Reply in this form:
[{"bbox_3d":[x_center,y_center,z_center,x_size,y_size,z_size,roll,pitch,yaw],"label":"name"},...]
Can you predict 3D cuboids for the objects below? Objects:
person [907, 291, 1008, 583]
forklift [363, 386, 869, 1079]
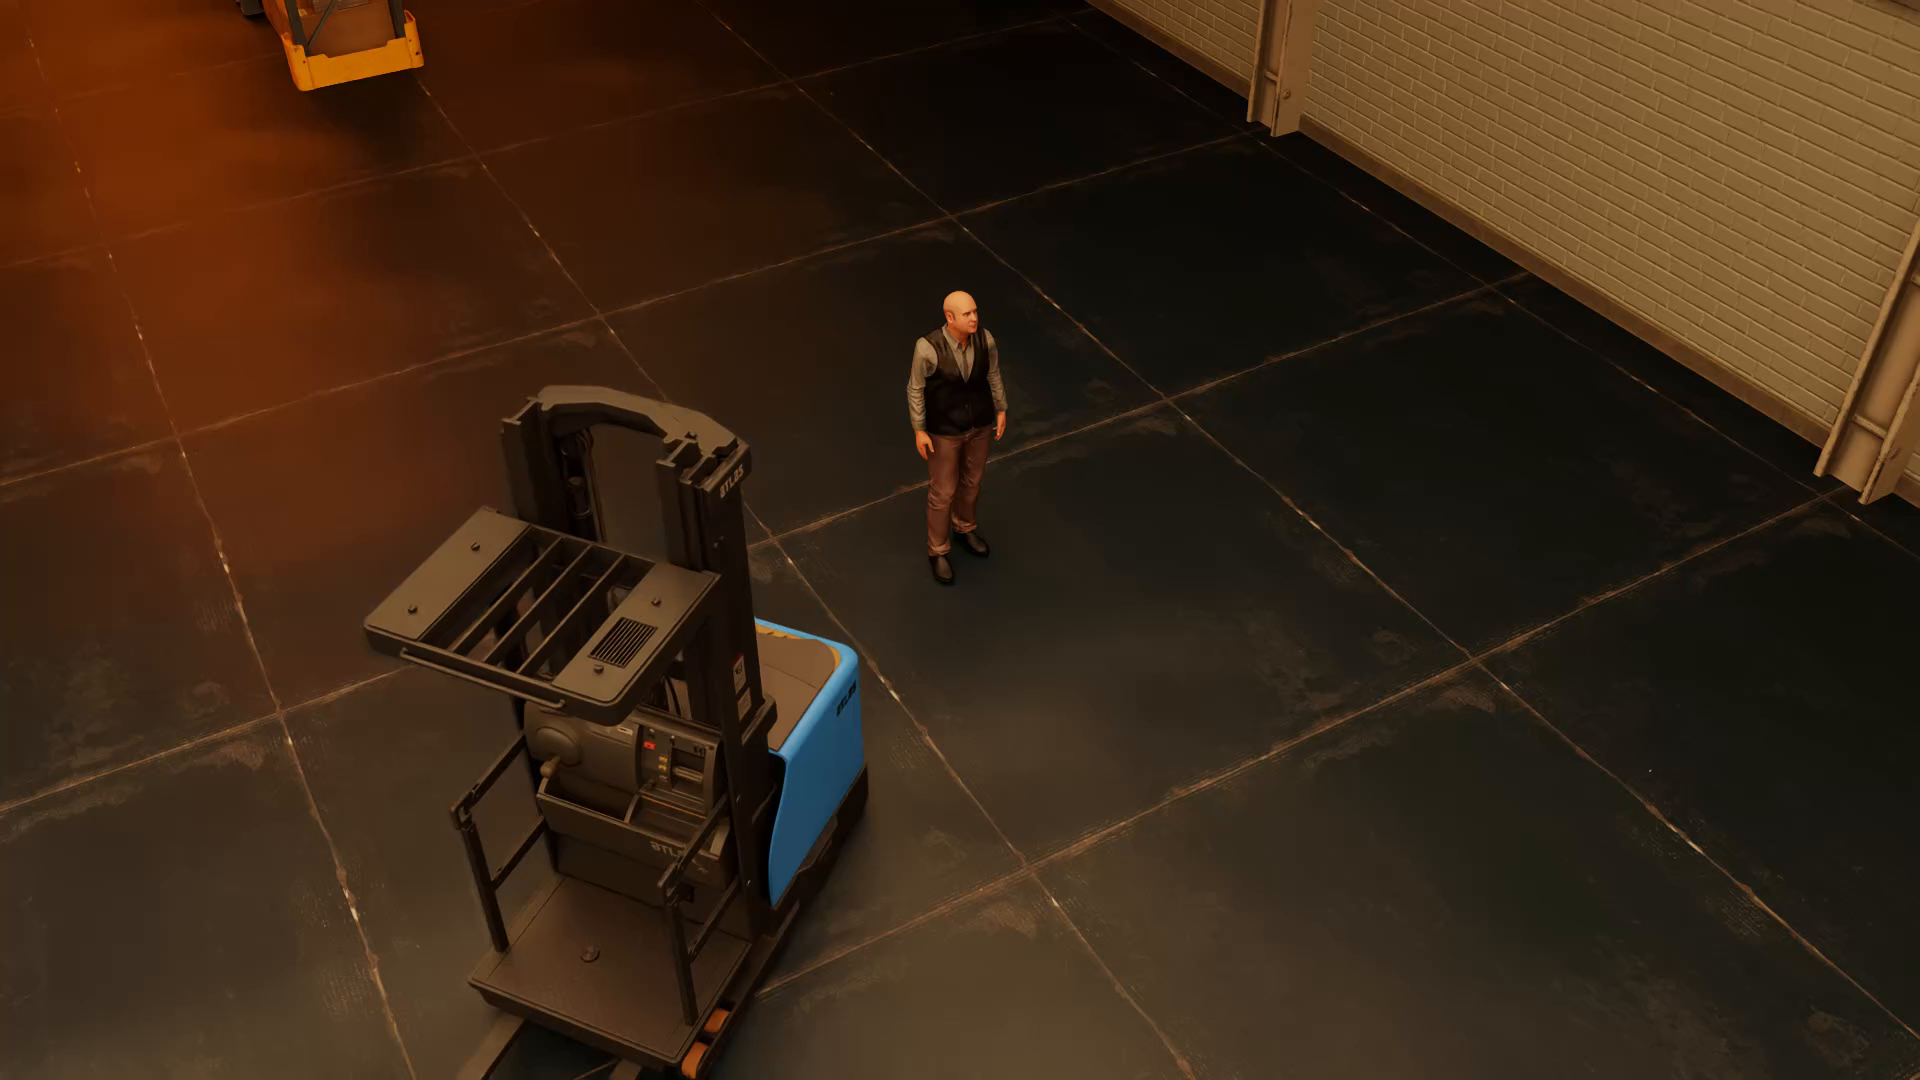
[{"bbox_3d":[0.024,-0.632,9.733,0.632,1.720,0.568,-20,44,-23],"label":"person"},{"bbox_3d":[-1.518,0.965,6.873,1.130,2.935,3.031,15,42,18],"label":"forklift"}]
